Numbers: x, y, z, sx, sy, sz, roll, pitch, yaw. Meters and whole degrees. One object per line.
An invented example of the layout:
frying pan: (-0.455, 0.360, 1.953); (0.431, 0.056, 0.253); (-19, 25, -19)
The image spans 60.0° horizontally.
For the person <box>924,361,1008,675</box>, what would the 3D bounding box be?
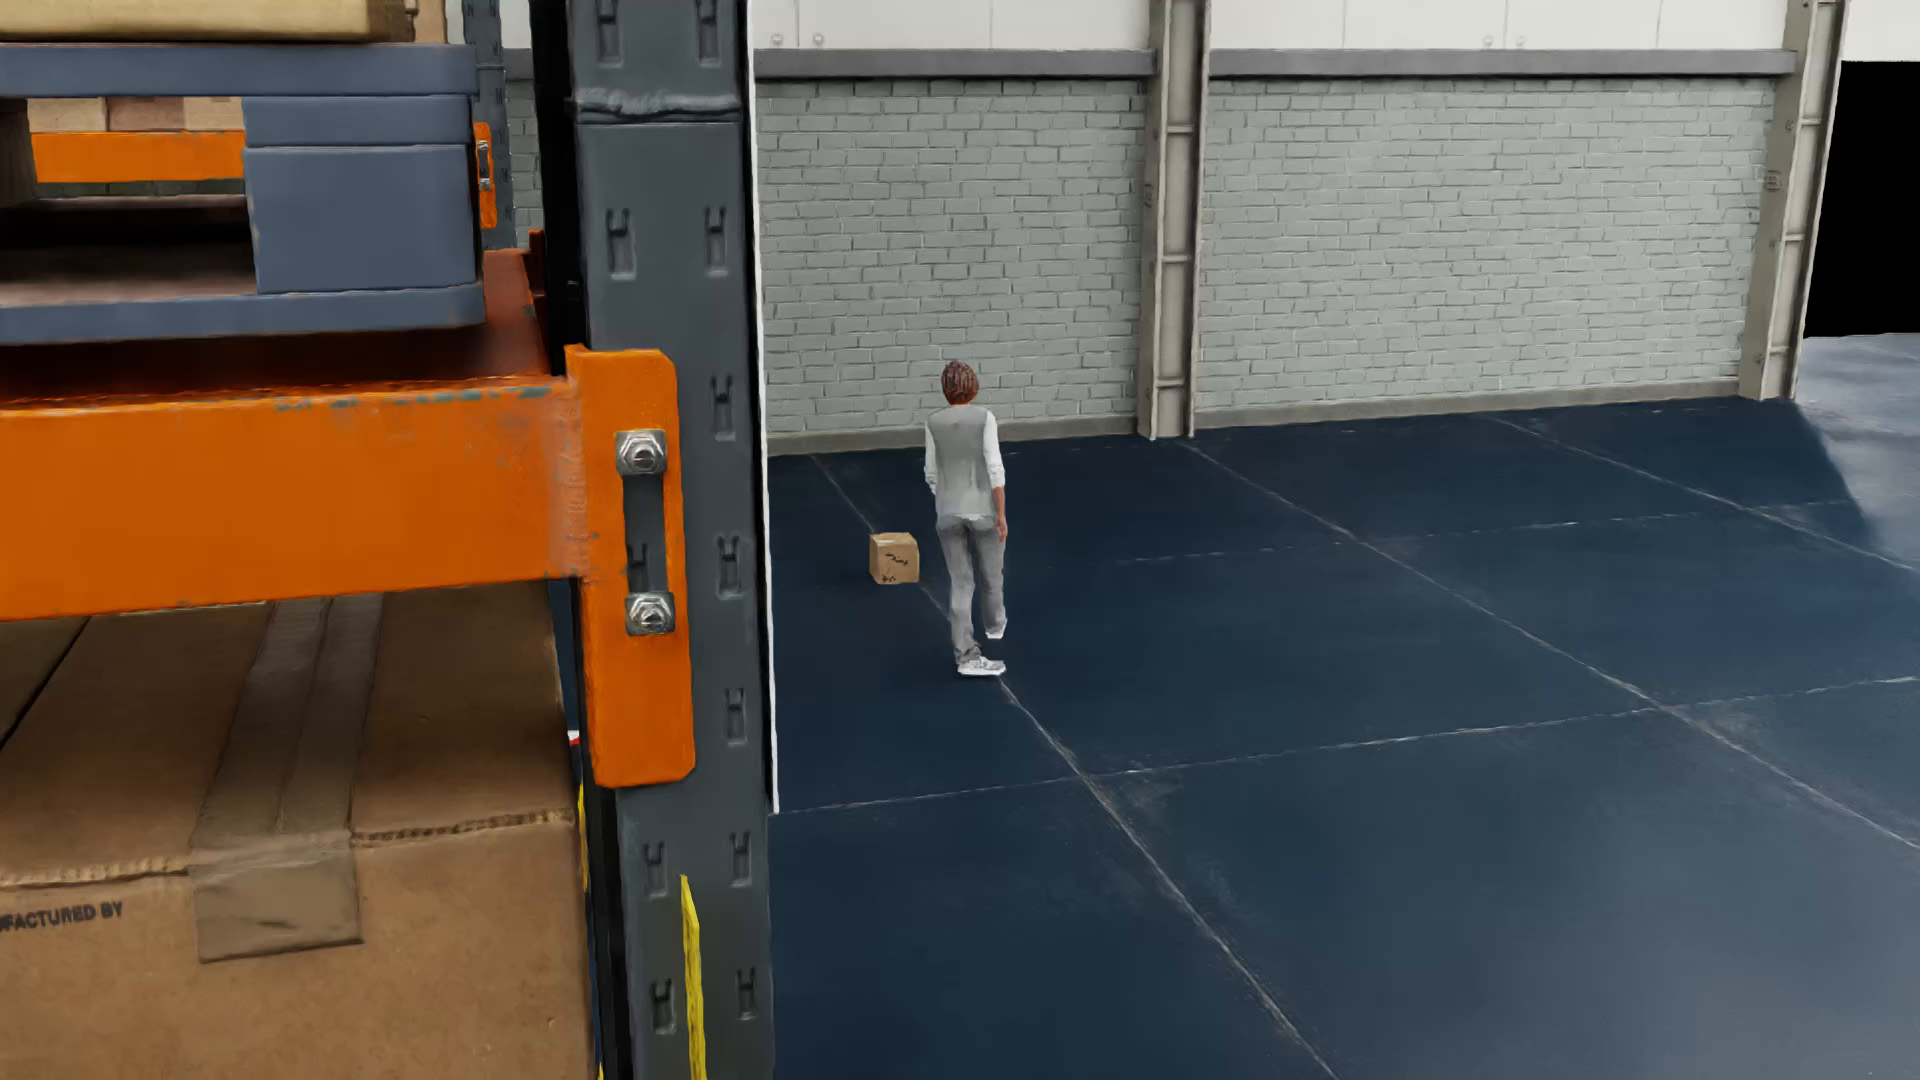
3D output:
person: (0.059, -0.143, 8.566); (0.460, 1.577, 0.752); (3, 17, 12)
